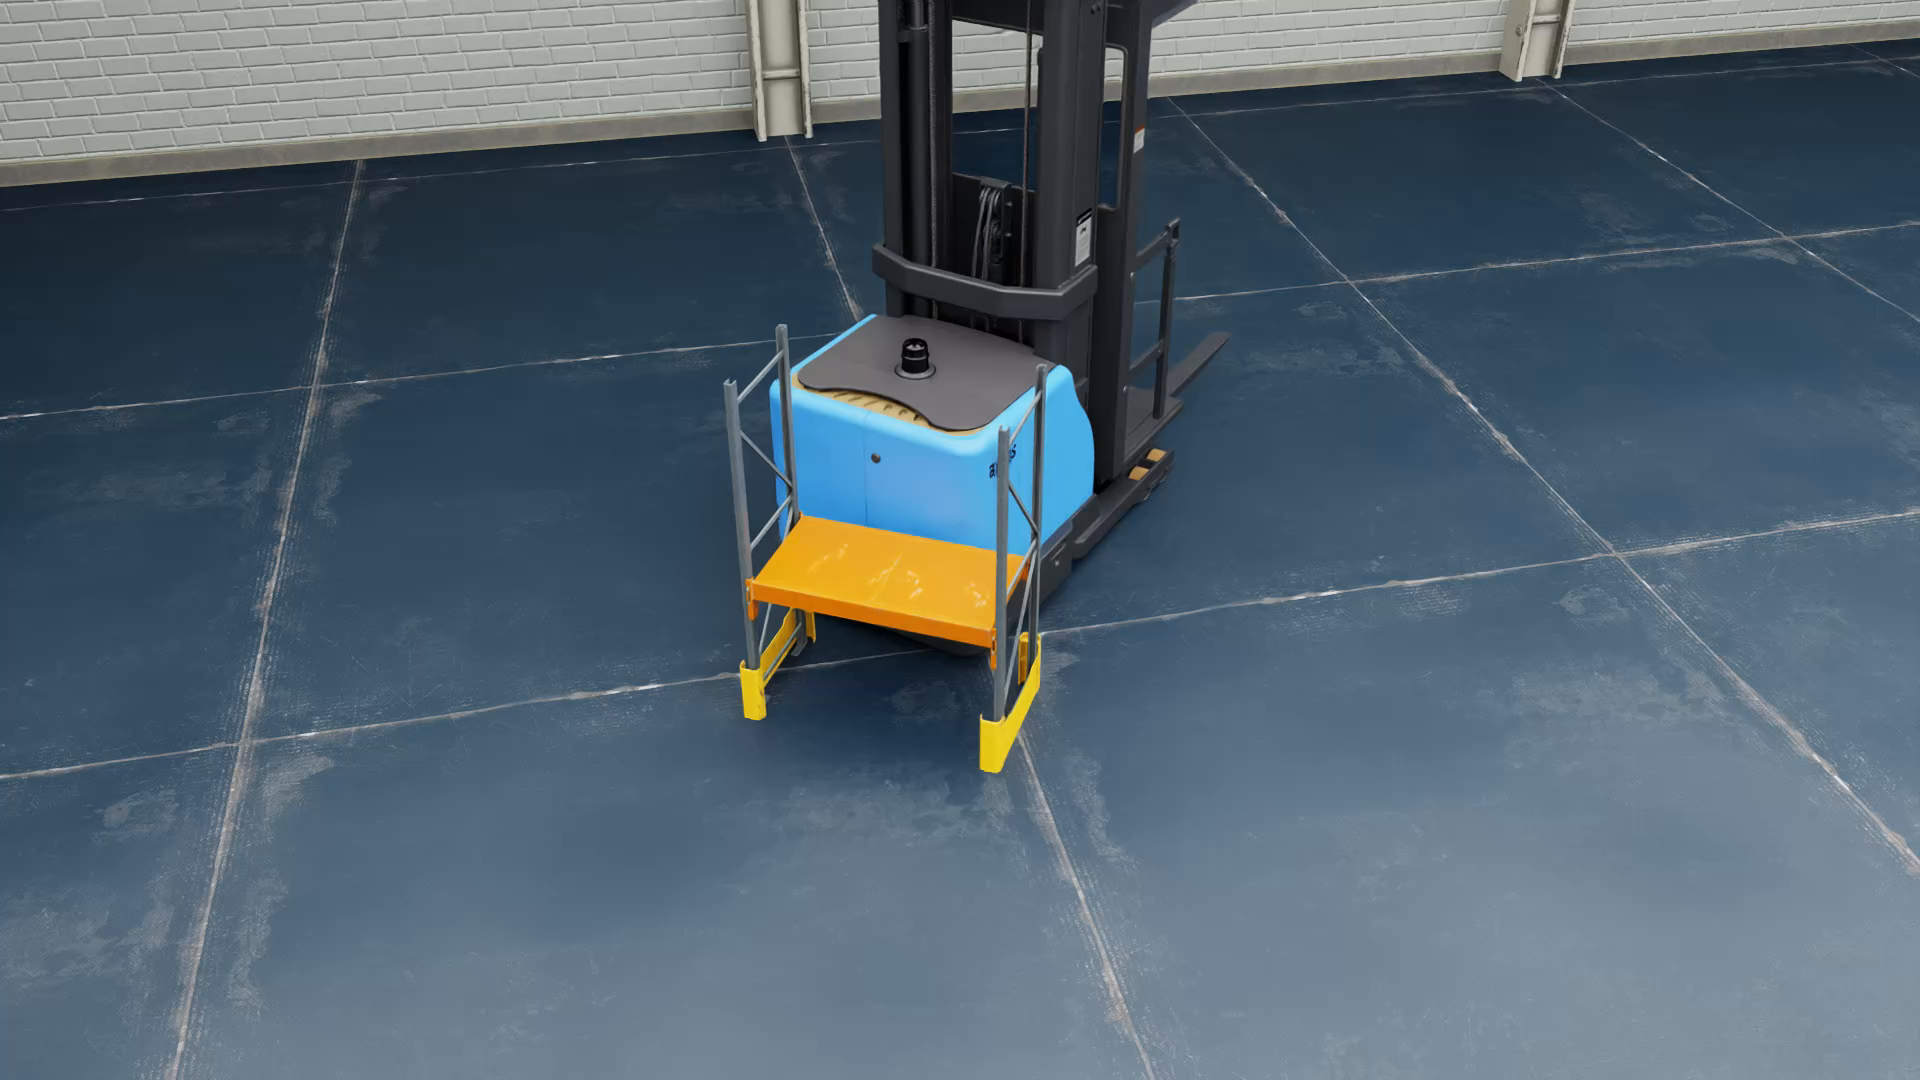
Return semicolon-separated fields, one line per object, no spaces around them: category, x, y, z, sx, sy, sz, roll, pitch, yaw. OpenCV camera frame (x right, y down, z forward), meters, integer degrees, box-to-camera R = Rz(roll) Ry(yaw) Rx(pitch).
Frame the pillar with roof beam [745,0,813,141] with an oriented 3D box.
pillar with roof beam;-0.350;-4.395;6.224;0.400;9.000;9.100;-7;35;-11

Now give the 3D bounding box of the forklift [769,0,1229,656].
forklift;0.394;-1.527;7.395;1.130;2.935;3.031;19;38;25

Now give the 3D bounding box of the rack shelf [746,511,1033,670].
rack shelf;-0.262;0.182;6.456;1.000;0.185;0.538;11;35;15

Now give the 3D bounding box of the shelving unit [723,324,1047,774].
shelving unit;-0.271;0.031;6.358;1.083;1.500;0.587;11;35;15

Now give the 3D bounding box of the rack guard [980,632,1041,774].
rack guard;0.202;0.638;6.576;0.087;0.250;0.587;11;35;15

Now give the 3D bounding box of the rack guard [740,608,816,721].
rack guard;-0.743;0.462;6.838;0.087;0.250;0.587;11;35;15

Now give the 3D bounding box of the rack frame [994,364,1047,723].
rack frame;0.220;0.122;6.222;0.032;1.500;0.500;11;35;15

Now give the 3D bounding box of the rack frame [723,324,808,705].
rack frame;-0.744;-0.057;6.490;0.032;1.500;0.500;11;35;15

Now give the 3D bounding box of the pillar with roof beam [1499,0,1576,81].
pillar with roof beam;5.503;-5.133;7.323;0.400;9.000;9.100;-7;35;-11
